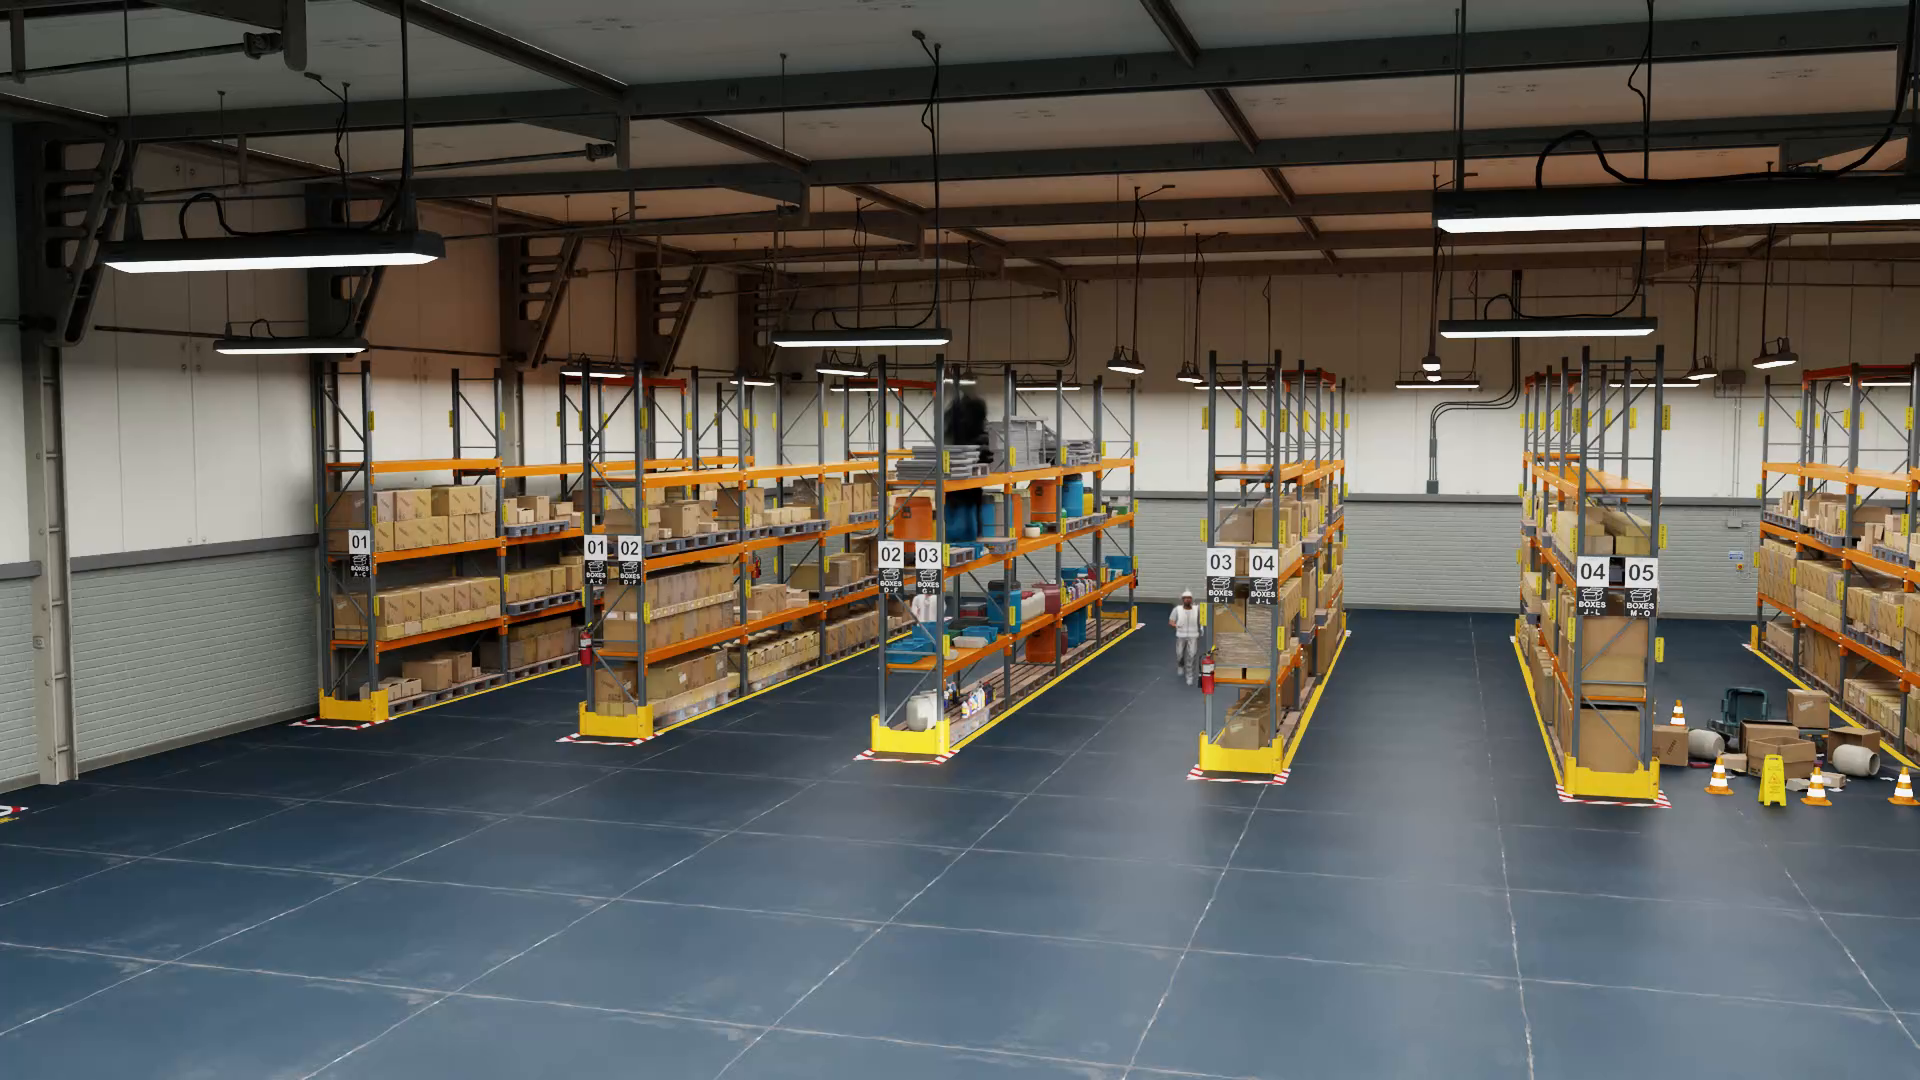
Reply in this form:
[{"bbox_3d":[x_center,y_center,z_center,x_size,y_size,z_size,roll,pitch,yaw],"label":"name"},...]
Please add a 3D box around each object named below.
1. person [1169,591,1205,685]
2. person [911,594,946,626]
[{"bbox_3d":[4.341,1.855,31.757,0.700,1.757,0.886,0,4,5],"label":"person"},{"bbox_3d":[-0.658,1.724,33.646,0.691,1.776,0.678,0,4,6],"label":"person"}]
